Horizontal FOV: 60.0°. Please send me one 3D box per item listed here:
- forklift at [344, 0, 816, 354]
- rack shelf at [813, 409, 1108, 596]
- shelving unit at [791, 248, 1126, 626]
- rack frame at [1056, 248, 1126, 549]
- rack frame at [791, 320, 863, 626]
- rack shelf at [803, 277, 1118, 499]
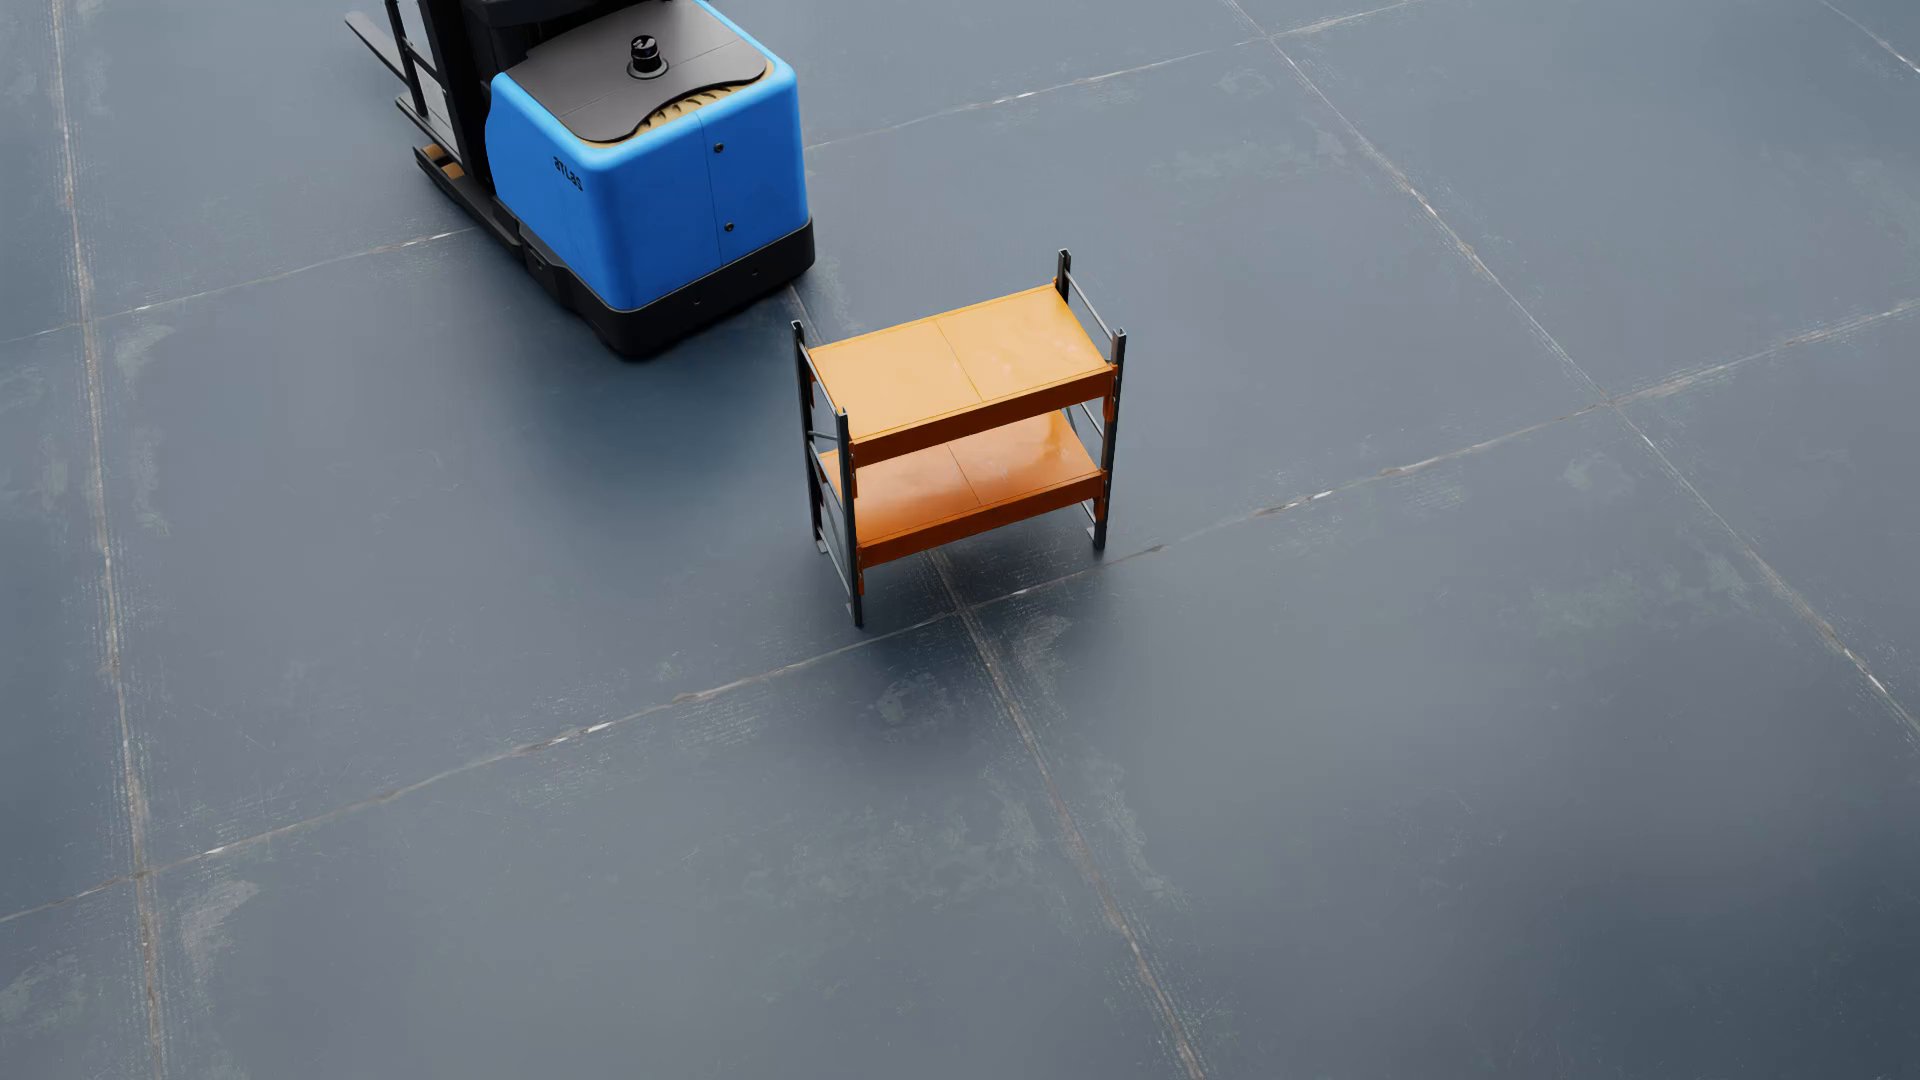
[{"bbox_3d":[-1.984,-2.816,7.077,1.130,2.935,3.031,-32,56,-24],"label":"forklift"},{"bbox_3d":[-0.006,-0.205,6.348,1.000,0.278,0.538,-17,52,-14],"label":"rack shelf"},{"bbox_3d":[-0.006,-0.365,6.162,1.048,1.125,0.538,-17,52,-14],"label":"shelving unit"},{"bbox_3d":[0.464,-0.510,6.288,0.032,1.125,0.500,-17,52,-14],"label":"rack frame"},{"bbox_3d":[-0.477,-0.219,6.037,0.032,1.125,0.500,-17,52,-14],"label":"rack frame"},{"bbox_3d":[-0.006,-0.555,5.940,1.000,0.278,0.538,-17,52,-14],"label":"rack shelf"}]
